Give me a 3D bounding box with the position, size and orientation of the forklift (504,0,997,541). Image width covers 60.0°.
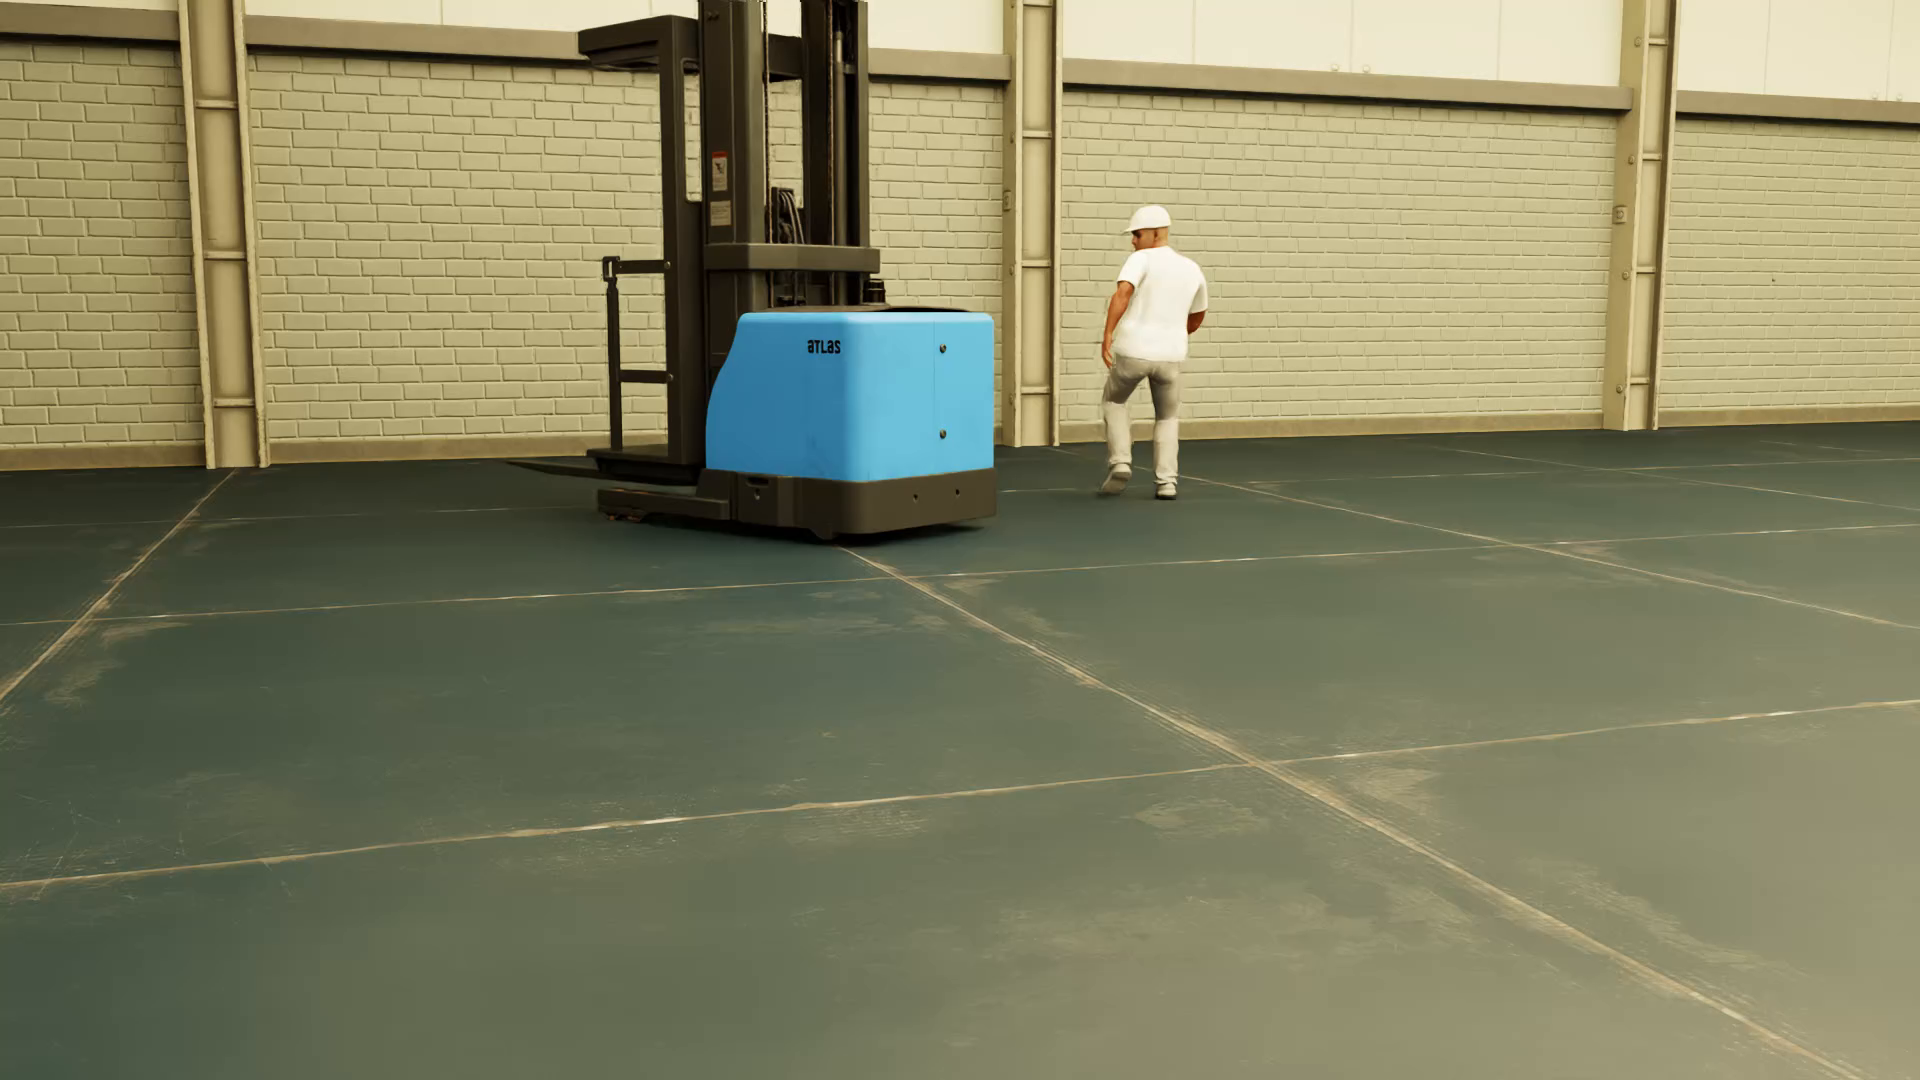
[{"bbox_3d":[-1.267,-1.588,8.725,3.031,2.935,1.130,7,10,40],"label":"forklift"}]

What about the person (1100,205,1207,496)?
[{"bbox_3d":[1.097,-1.074,9.658,0.753,1.713,0.753,-2,8,-11],"label":"person"}]
